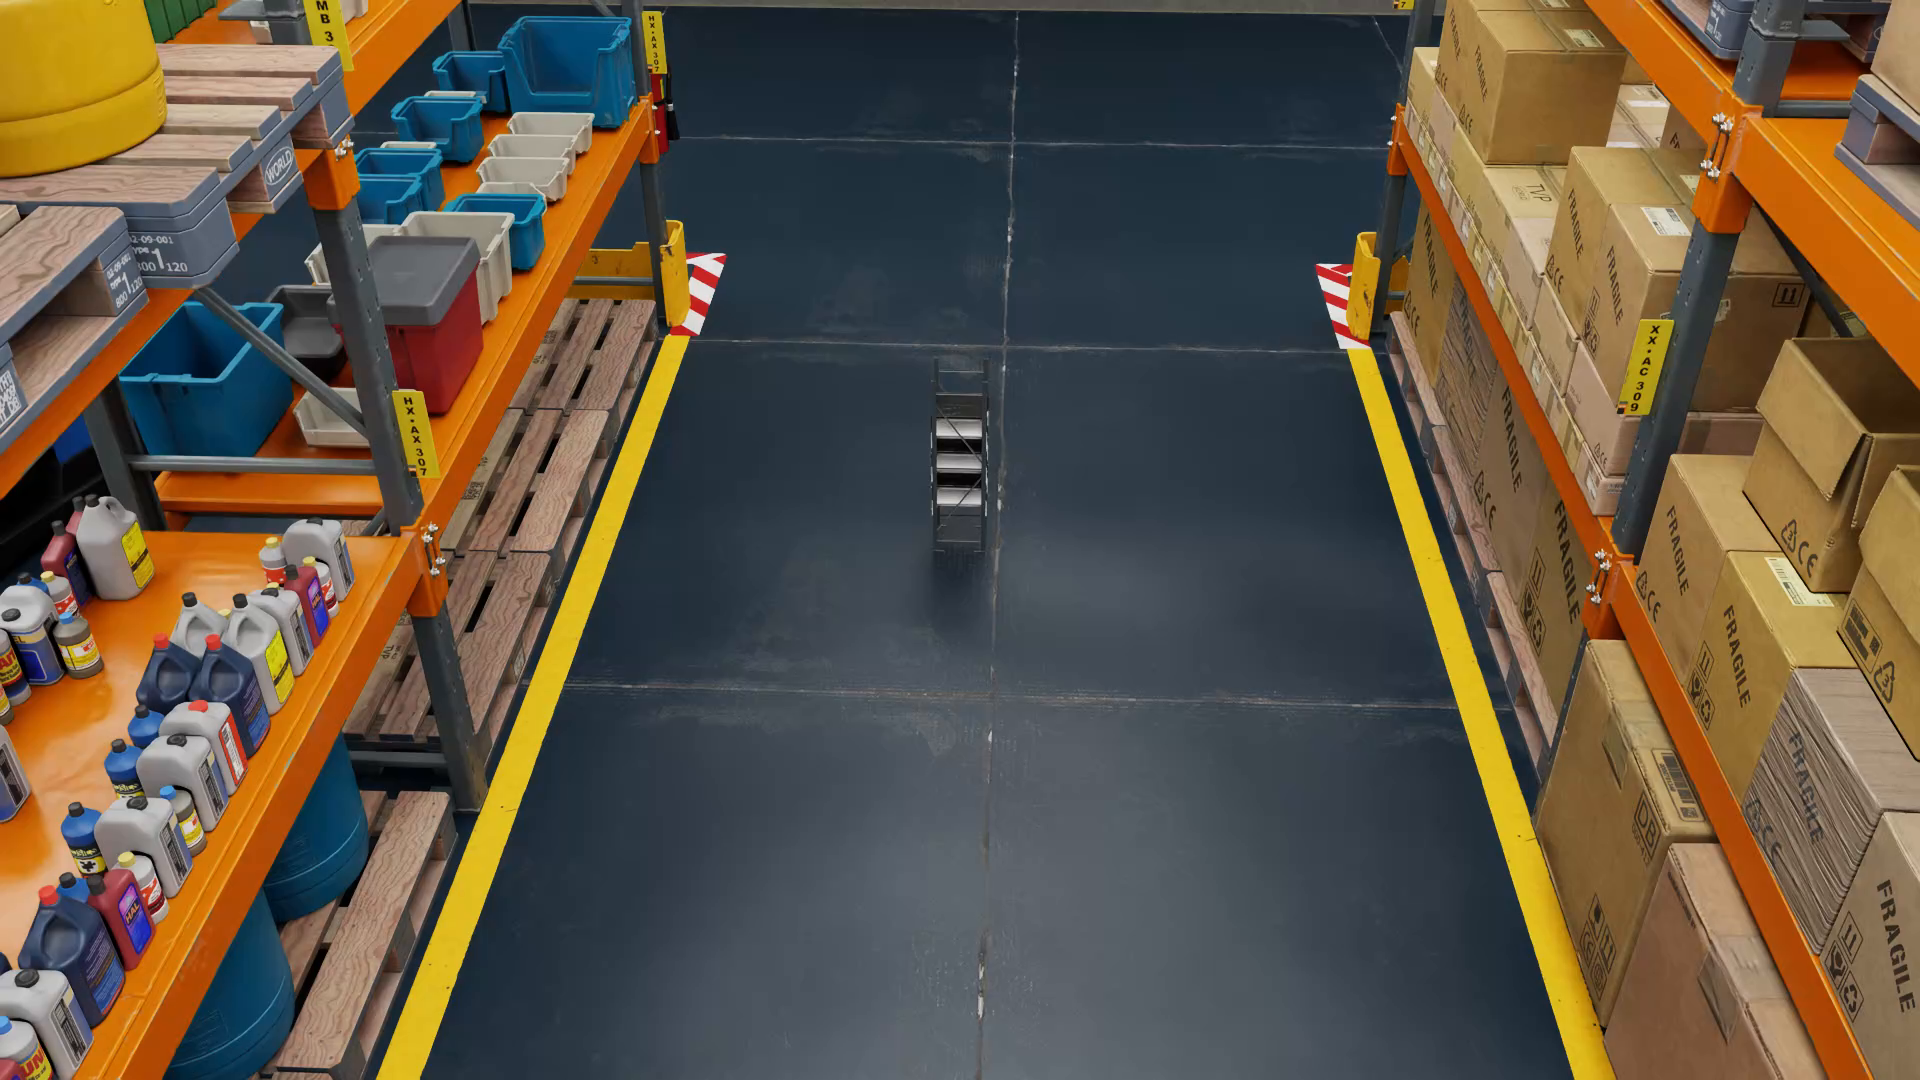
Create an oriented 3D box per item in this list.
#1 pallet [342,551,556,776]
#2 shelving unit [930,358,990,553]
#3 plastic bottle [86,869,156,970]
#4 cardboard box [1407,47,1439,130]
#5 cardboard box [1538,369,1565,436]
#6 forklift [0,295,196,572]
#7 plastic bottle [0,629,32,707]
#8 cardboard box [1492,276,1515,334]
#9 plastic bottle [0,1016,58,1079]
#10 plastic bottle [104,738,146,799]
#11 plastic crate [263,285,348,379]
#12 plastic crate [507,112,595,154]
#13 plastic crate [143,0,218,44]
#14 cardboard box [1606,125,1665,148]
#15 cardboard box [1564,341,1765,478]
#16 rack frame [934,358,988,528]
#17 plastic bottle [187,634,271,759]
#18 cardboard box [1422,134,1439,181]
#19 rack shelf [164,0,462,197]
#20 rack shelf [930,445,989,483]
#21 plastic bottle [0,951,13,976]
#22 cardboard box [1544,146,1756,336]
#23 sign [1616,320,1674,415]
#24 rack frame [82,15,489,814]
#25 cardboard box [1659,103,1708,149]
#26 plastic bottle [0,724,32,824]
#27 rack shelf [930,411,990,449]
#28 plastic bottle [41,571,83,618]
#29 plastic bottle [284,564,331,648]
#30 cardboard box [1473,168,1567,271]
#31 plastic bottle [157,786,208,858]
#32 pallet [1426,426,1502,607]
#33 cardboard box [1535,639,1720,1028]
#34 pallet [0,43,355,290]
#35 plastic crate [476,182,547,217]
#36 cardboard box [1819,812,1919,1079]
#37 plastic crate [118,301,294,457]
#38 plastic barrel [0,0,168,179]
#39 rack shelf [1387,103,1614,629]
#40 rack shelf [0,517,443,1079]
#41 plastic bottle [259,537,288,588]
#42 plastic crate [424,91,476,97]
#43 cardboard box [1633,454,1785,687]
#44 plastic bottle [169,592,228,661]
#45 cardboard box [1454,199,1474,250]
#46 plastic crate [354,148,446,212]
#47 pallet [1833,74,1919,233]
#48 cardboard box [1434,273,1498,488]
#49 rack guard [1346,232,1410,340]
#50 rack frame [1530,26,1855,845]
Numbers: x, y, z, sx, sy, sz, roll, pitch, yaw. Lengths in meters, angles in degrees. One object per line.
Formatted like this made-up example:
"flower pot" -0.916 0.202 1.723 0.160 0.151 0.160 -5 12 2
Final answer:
"pallet" -2.318 0.478 6.887 1.003 0.211 1.213 1 35 2
"shelving unit" 0.000 -0.373 7.498 0.258 0.900 0.210 1 35 2
"plastic bottle" -2.015 0.886 3.982 0.061 0.283 0.133 1 35 2
"cardboard box" 2.512 -2.214 8.164 0.500 0.250 0.500 0 35 1
"cardboard box" 2.346 -0.501 6.072 0.380 0.149 0.250 1 35 1
"forklift" -4.814 -1.168 6.864 1.130 2.935 3.031 13 37 18
"plastic bottle" -2.755 0.346 4.761 0.097 0.271 0.097 0 35 0
"cardboard box" 2.376 -0.944 6.703 0.380 0.149 0.250 1 35 1
"plastic bottle" -2.051 1.140 3.631 0.097 0.271 0.097 0 35 0
"plastic bottle" -2.167 0.631 4.355 0.097 0.271 0.097 0 35 0
"plastic crate" -2.532 -0.801 6.468 0.437 0.125 0.590 1 35 2
"plastic crate" -2.000 -1.982 8.139 0.396 0.136 0.243 1 35 2
"plastic crate" -2.594 -1.631 5.037 0.450 0.188 0.662 1 35 2
"cardboard box" 3.006 -1.616 7.312 0.500 0.250 0.500 0 35 0
"cardboard box" 2.396 -0.446 5.647 0.500 0.250 0.500 1 35 1
"rack frame" 0.004 -0.431 7.581 0.240 0.900 0.006 1 35 2
"plastic bottle" -2.026 0.422 4.583 0.144 0.351 0.185 1 35 2
"cardboard box" 2.438 -1.830 7.964 0.380 0.149 0.250 1 35 1
"rack shelf" -2.228 -2.322 6.462 1.077 0.370 4.000 1 35 2
"rack shelf" 0.000 -0.346 7.517 0.258 0.077 0.200 1 35 2
"plastic bottle" -2.220 1.023 3.729 0.144 0.351 0.185 1 35 2
"cardboard box" 2.416 -1.051 5.856 0.500 0.500 0.500 2 35 2
"sign" 2.086 -0.524 5.065 0.100 0.325 0.005 1 35 2
"rack frame" -2.309 -0.240 5.483 1.000 3.000 0.127 1 35 2
"cardboard box" 2.959 -1.344 6.273 0.500 0.500 0.500 0 35 0
"plastic bottle" -2.593 0.604 4.390 0.152 0.276 0.135 1 35 2
"rack shelf" 0.000 -0.493 7.414 0.258 0.077 0.200 1 35 2
"plastic bottle" -2.741 0.186 5.050 0.097 0.201 0.097 0 35 0
"plastic bottle" -1.965 0.176 4.993 0.061 0.283 0.133 1 35 2
"cardboard box" 2.458 -1.327 6.901 0.500 0.250 0.500 1 35 1
"plastic bottle" -2.019 0.720 4.290 0.097 0.201 0.097 0 35 0
"pallet" 2.795 -0.122 7.741 1.003 0.211 1.213 1 35 2
"cardboard box" 2.635 0.940 5.286 1.225 0.875 0.875 1 35 2
"pallet" -2.243 -0.937 4.030 1.213 0.211 1.003 1 35 2
"plastic crate" -2.006 -1.485 7.431 0.298 0.136 0.250 1 35 2
"cardboard box" 2.317 0.965 3.681 0.500 0.500 0.500 2 35 3
"plastic crate" -2.631 -0.534 5.863 0.392 0.384 0.575 1 35 2
"plastic barrel" -2.143 -1.187 3.692 0.600 0.588 0.600 0 35 0
"rack shelf" 2.721 -0.980 7.162 1.077 0.370 4.000 1 35 2
"rack shelf" -2.389 1.204 4.054 1.077 0.370 4.000 1 35 2
"plastic bottle" -2.127 0.083 5.196 0.097 0.201 0.097 0 35 0
"plastic crate" -2.582 -2.138 8.361 0.250 0.136 0.298 1 35 2
"cardboard box" 2.372 0.092 4.923 0.500 0.500 0.500 1 35 2
"plastic bottle" -2.163 0.313 4.739 0.144 0.351 0.185 1 35 2
"cardboard box" 2.408 -1.386 7.331 0.380 0.149 0.250 1 35 1
"plastic crate" -2.540 -1.603 7.516 0.416 0.233 0.300 1 35 2
"pallet" 2.653 -0.747 3.761 0.805 0.209 1.217 0 35 0
"cardboard box" 2.819 -0.834 7.810 0.875 0.875 0.875 1 35 2
"rack guard" 2.802 -1.415 9.328 1.175 0.500 0.348 1 35 2
"rack frame" 2.640 -0.125 5.320 1.000 3.000 0.127 1 35 2
